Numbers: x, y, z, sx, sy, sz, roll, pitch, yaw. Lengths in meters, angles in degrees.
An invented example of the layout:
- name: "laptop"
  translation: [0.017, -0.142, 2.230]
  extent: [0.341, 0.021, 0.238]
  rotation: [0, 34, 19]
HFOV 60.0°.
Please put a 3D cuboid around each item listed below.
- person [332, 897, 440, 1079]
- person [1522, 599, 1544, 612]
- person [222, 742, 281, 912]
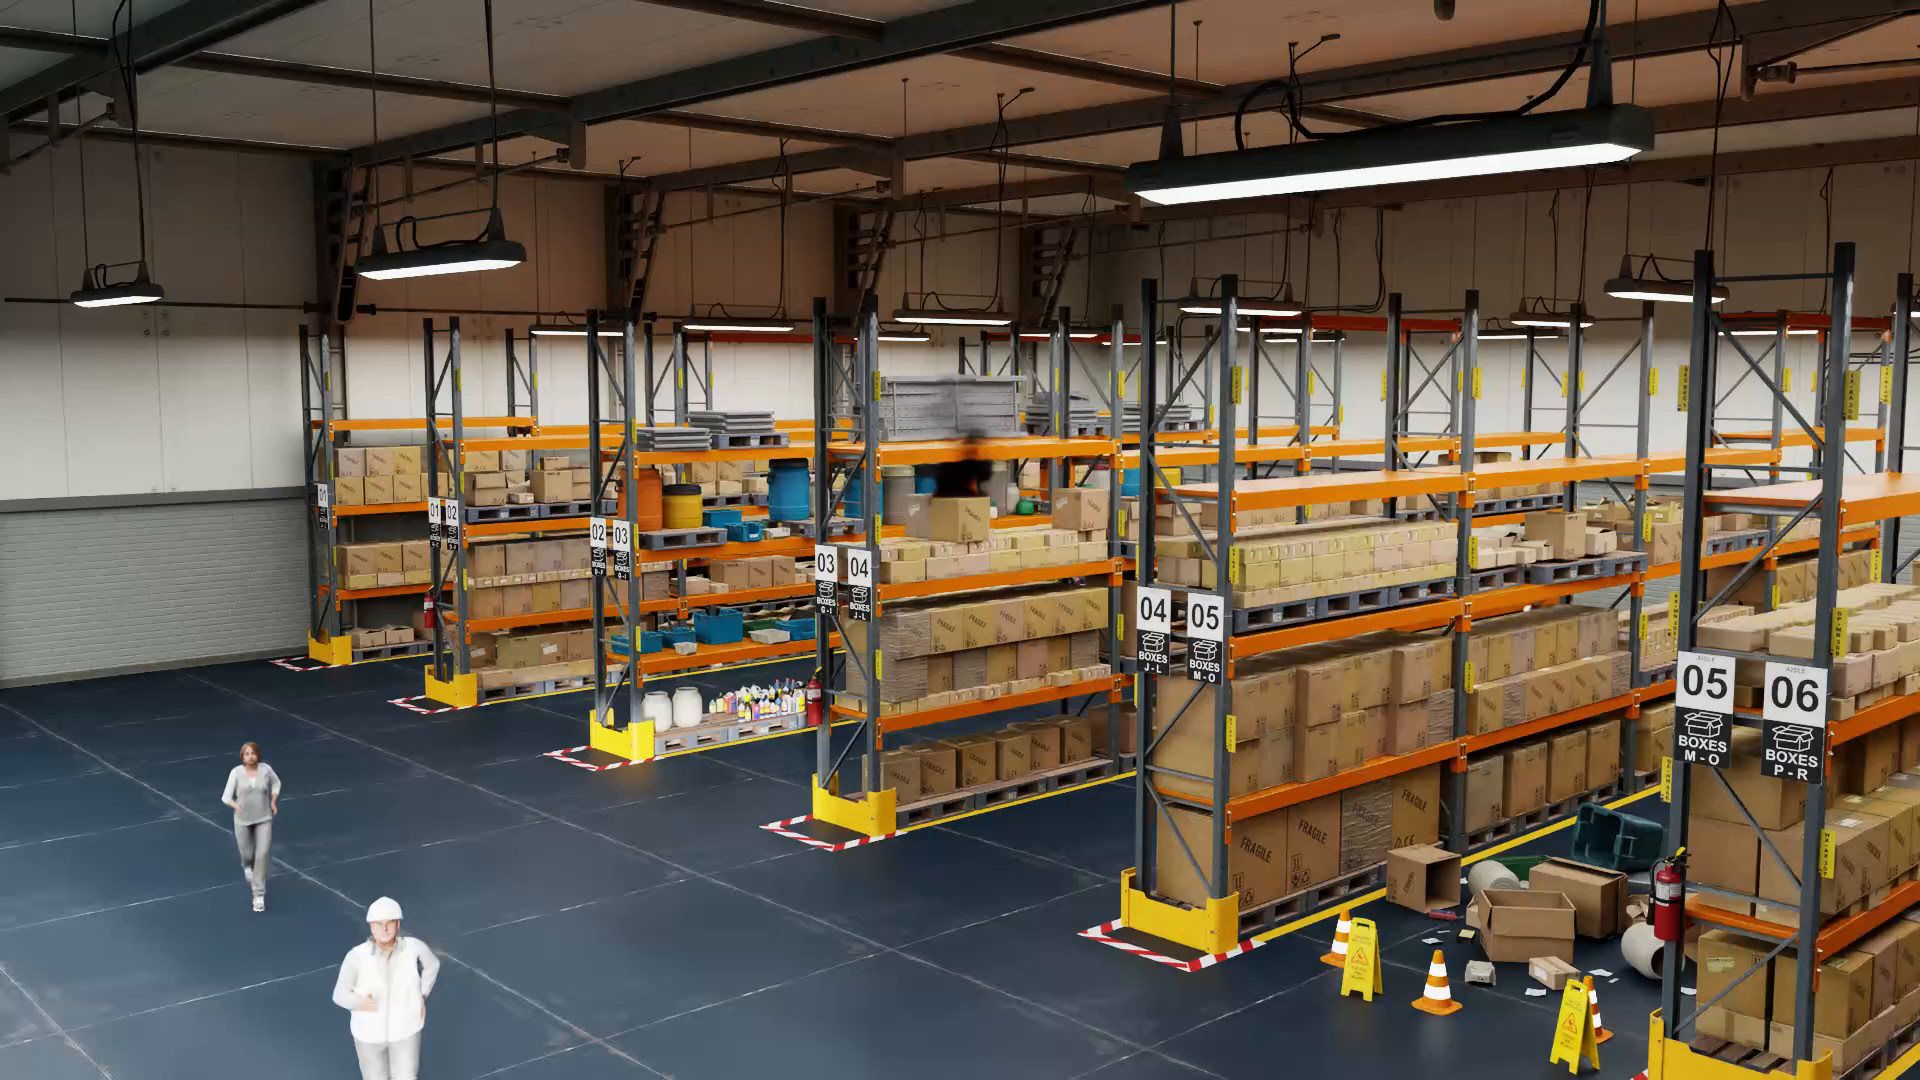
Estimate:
- name: "person"
  translation: [-3.683, 3.188, 10.716]
  extent: [0.654, 1.806, 0.801]
  rotation: [-2, 6, -17]
- name: "person"
  translation: [8.961, 1.648, 26.047]
  extent: [0.664, 1.747, 0.662]
  rotation: [5, 8, 41]
- name: "person"
  translation: [-6.880, 2.757, 16.196]
  extent: [0.538, 1.562, 0.839]
  rotation: [-3, 6, -26]
